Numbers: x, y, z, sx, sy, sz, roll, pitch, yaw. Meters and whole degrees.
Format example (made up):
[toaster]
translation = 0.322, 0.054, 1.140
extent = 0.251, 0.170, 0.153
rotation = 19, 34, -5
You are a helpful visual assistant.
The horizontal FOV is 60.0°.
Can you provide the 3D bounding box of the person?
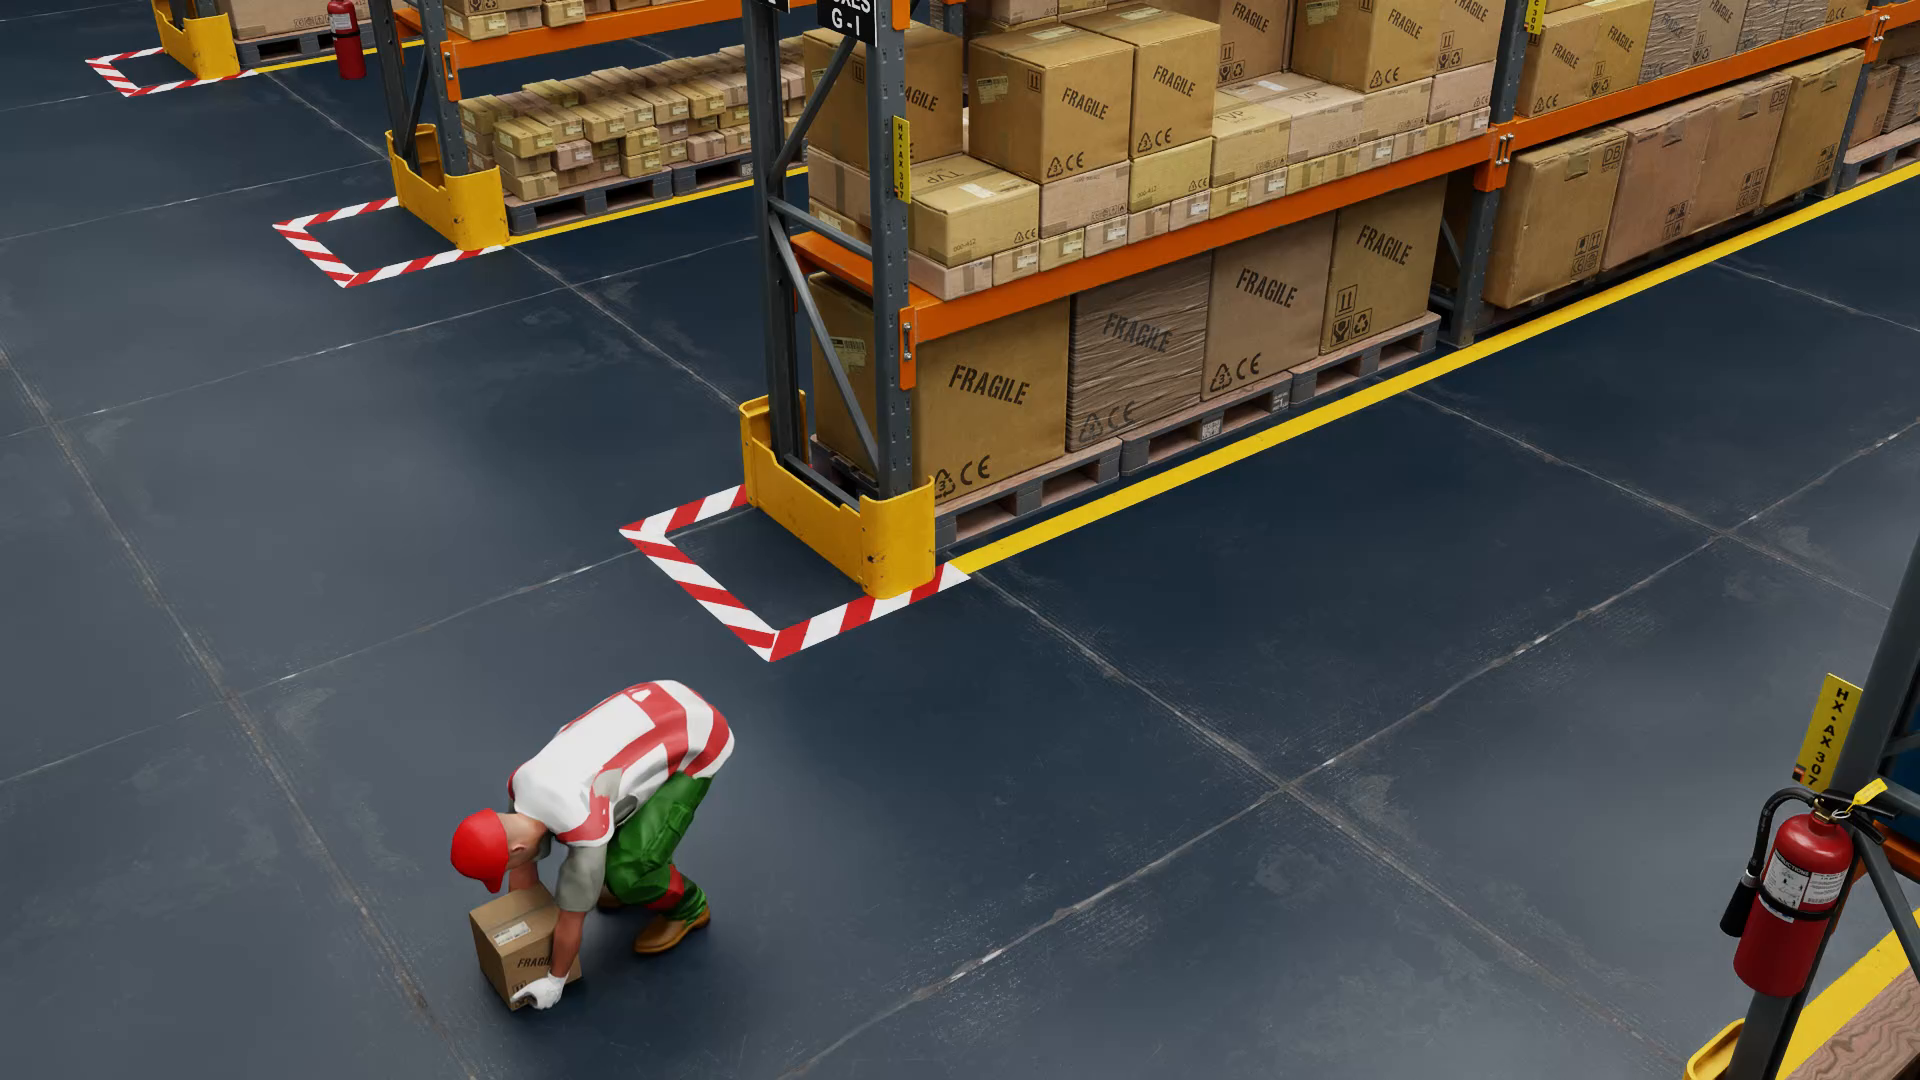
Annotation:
[person]
translation = -1.177, 0.978, 5.429
extent = 0.962, 0.894, 0.536
rotation = -24, 39, -33
